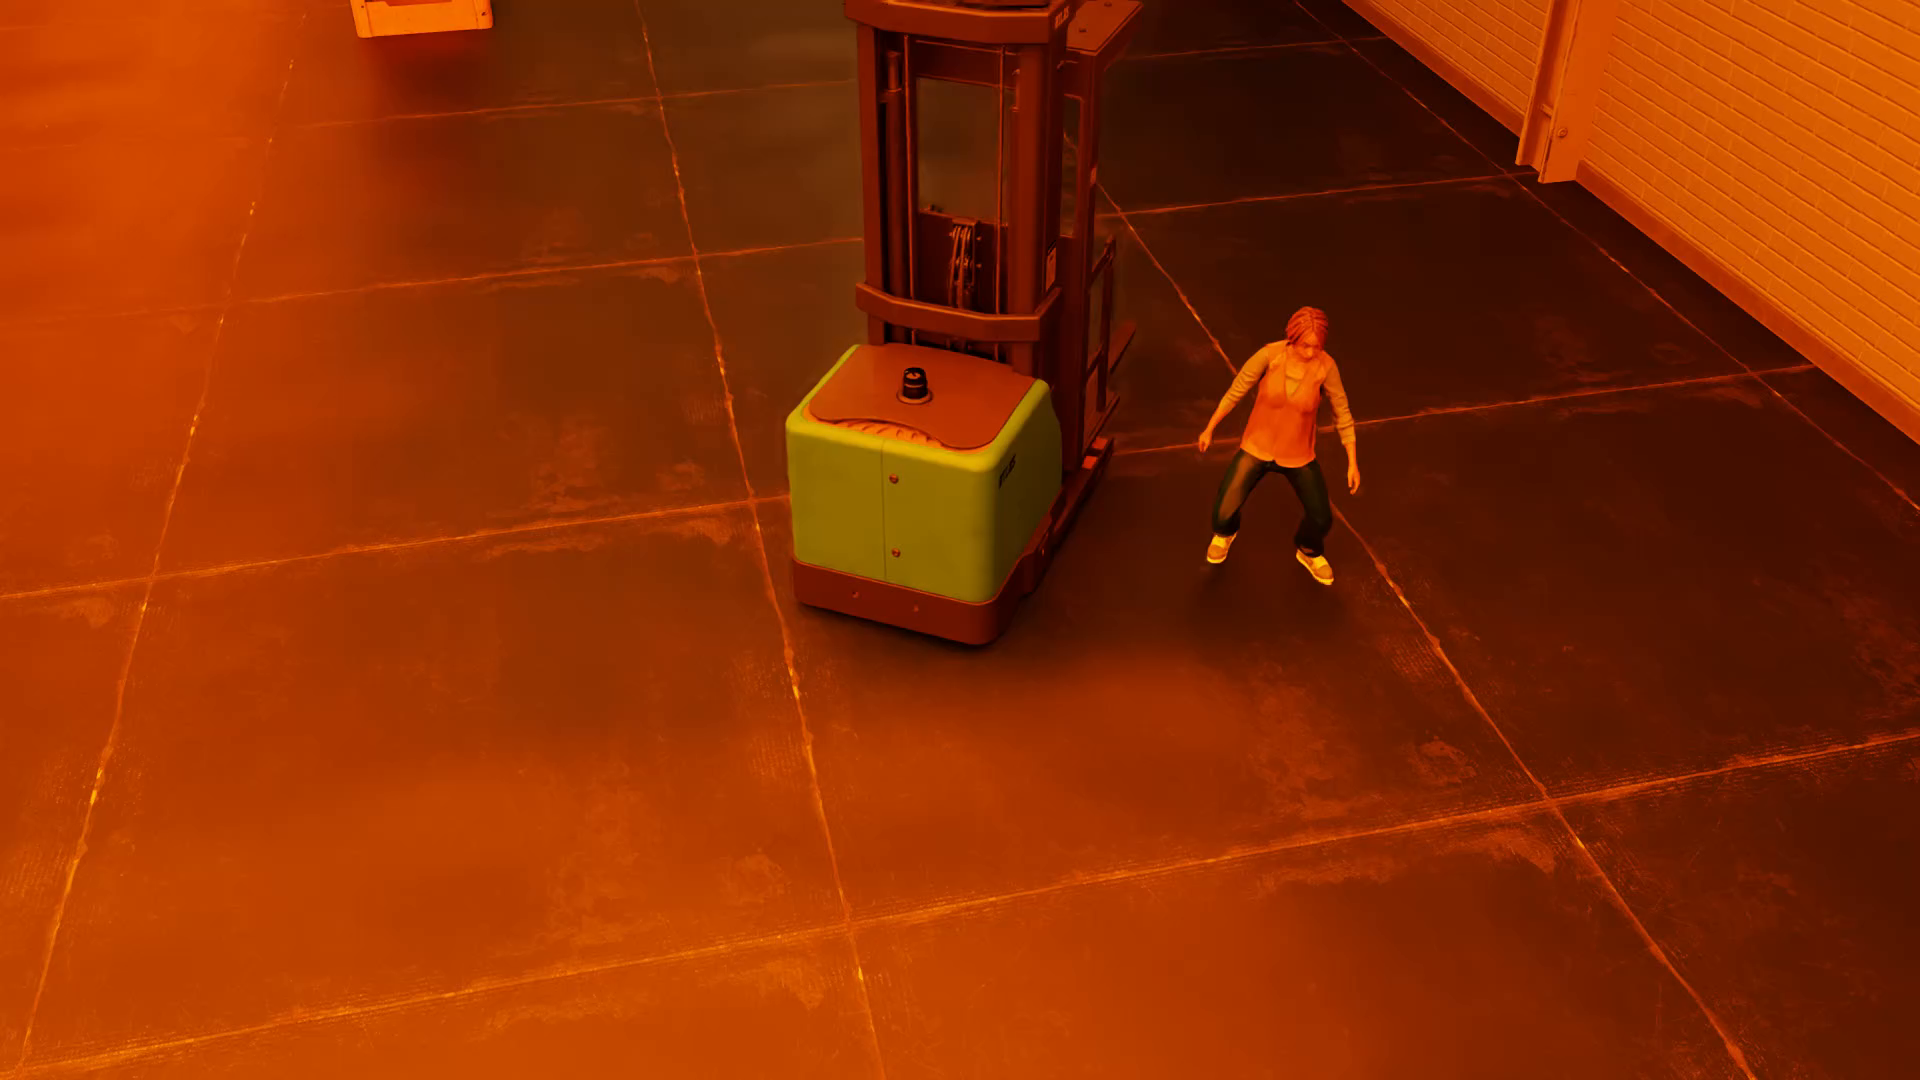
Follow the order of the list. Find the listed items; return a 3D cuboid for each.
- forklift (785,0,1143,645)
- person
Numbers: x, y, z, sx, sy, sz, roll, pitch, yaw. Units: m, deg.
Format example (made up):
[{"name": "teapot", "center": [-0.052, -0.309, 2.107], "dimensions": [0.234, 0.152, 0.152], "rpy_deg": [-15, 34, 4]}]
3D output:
[{"name": "forklift", "center": [0.198, -1.558, 8.215], "dimensions": [1.130, 2.935, 3.031], "rpy_deg": [13, 38, 17]}, {"name": "person", "center": [1.512, -0.414, 7.876], "dimensions": [0.775, 1.491, 0.486], "rpy_deg": [9, 37, 12]}]
